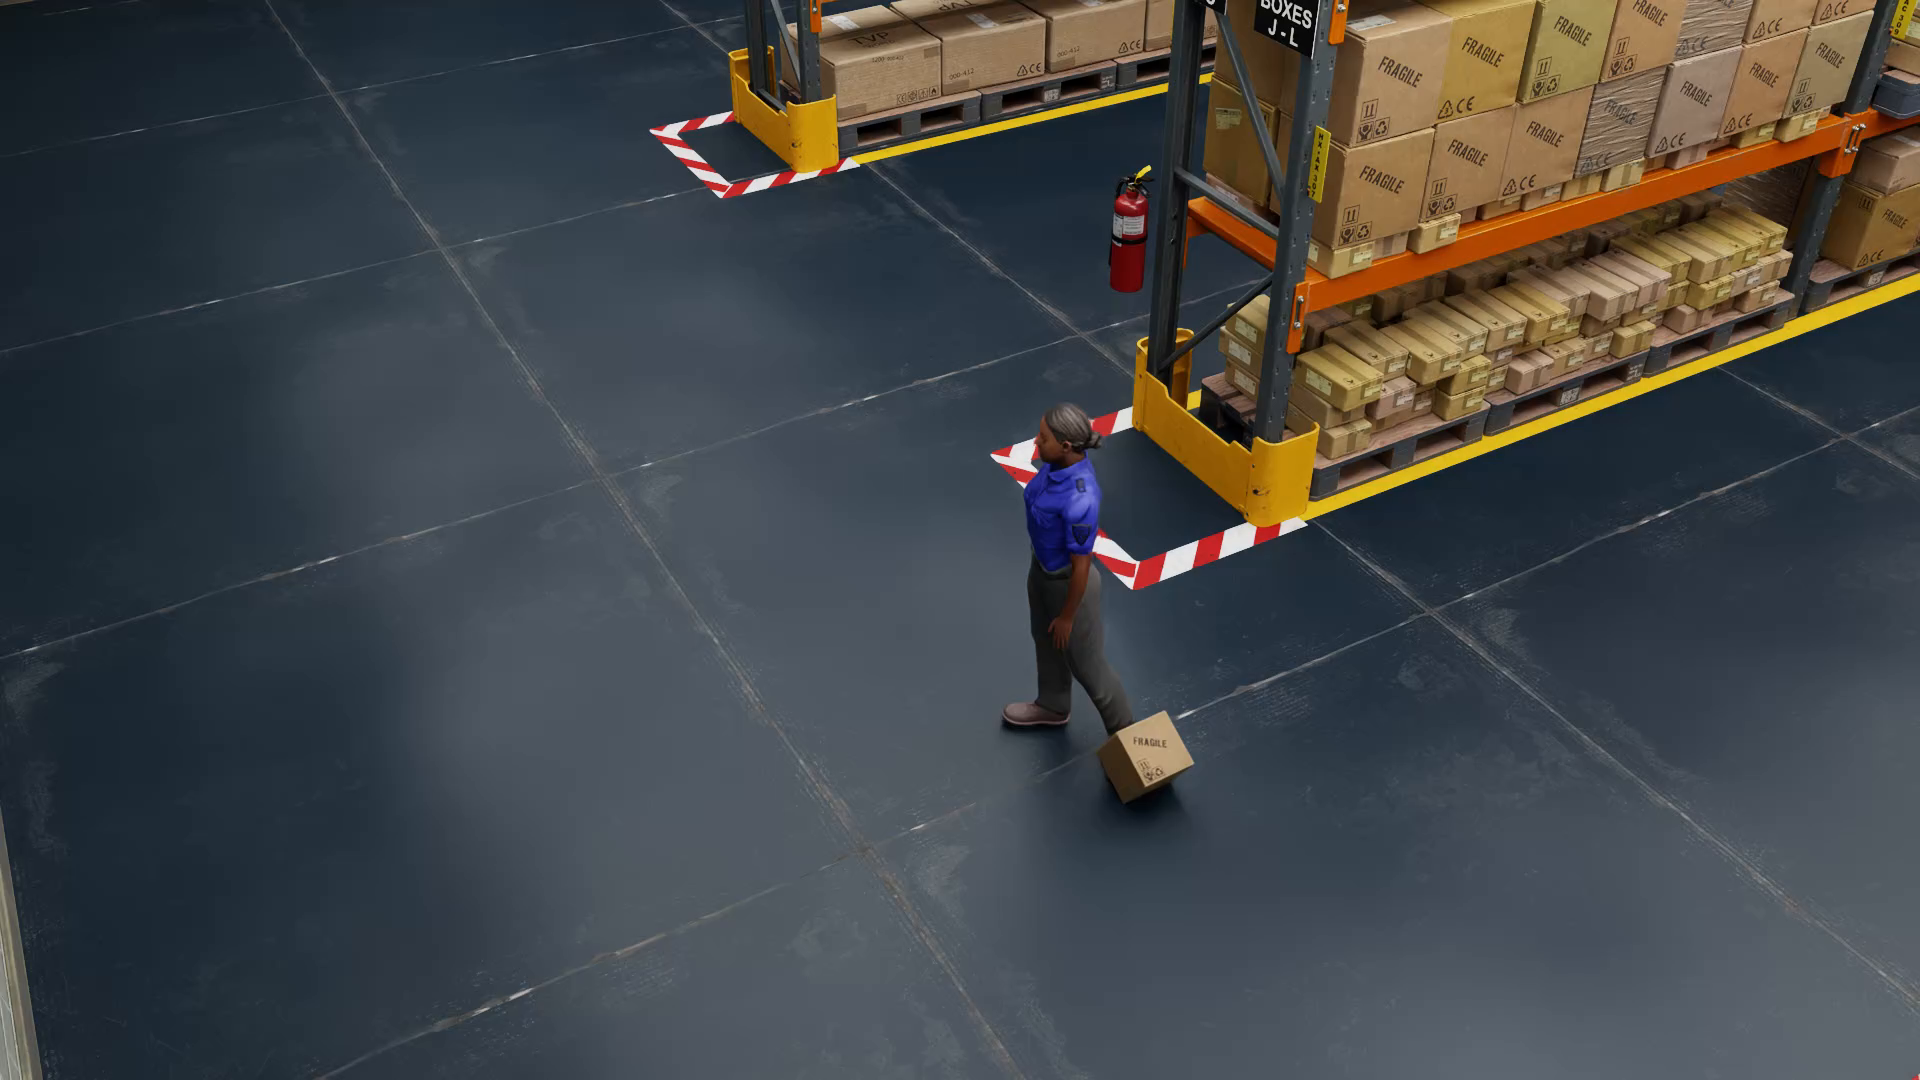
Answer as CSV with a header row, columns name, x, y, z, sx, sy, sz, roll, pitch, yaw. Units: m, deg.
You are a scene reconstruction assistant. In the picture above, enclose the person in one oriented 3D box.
name,x,y,z,sx,sy,sz,roll,pitch,yaw
person,0.479,0.195,6.669,0.522,1.648,0.662,-8,38,-10
